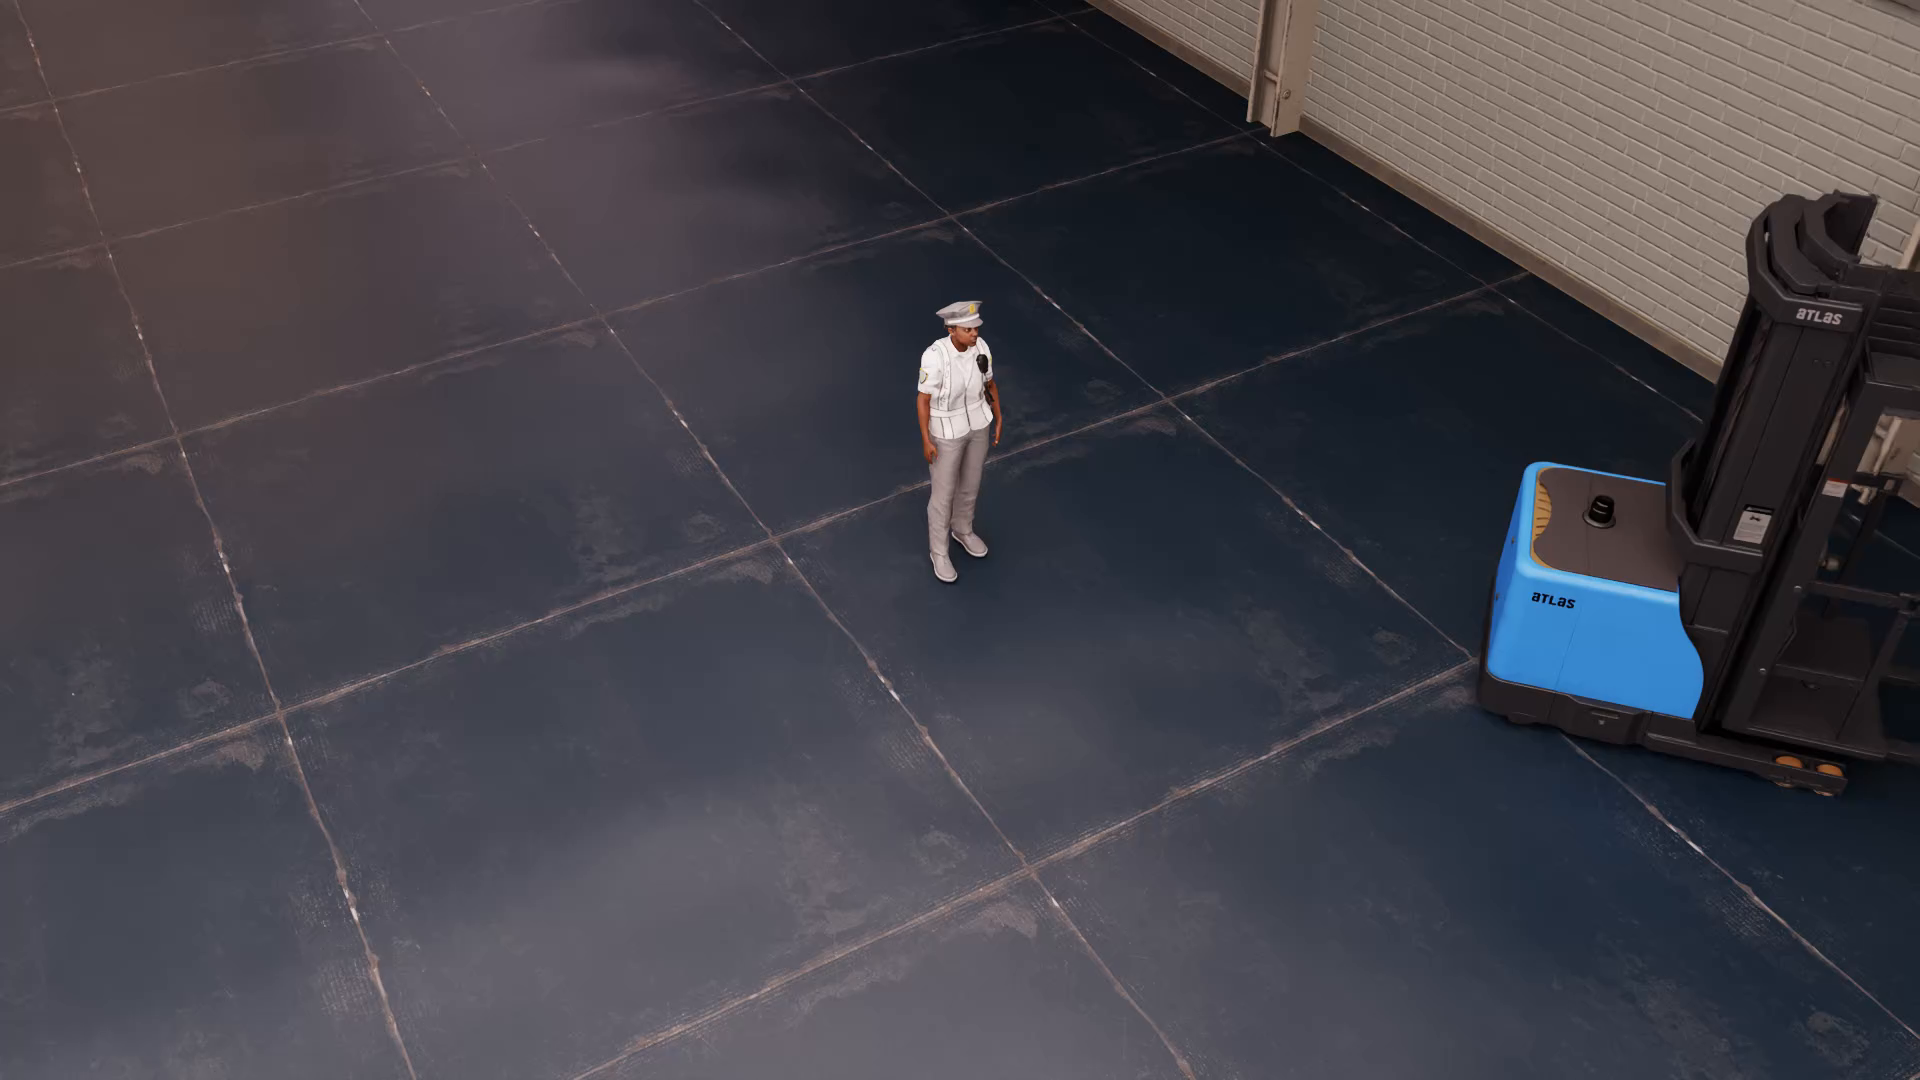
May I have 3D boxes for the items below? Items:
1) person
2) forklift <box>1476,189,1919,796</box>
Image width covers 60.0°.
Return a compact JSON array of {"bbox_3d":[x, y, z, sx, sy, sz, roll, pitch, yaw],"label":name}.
[{"bbox_3d":[0.021,-0.610,9.729,0.570,1.697,0.528,-20,44,-23],"label":"person"},{"bbox_3d":[4.420,-0.171,8.243,3.031,2.935,1.130,12,41,14],"label":"forklift"}]
